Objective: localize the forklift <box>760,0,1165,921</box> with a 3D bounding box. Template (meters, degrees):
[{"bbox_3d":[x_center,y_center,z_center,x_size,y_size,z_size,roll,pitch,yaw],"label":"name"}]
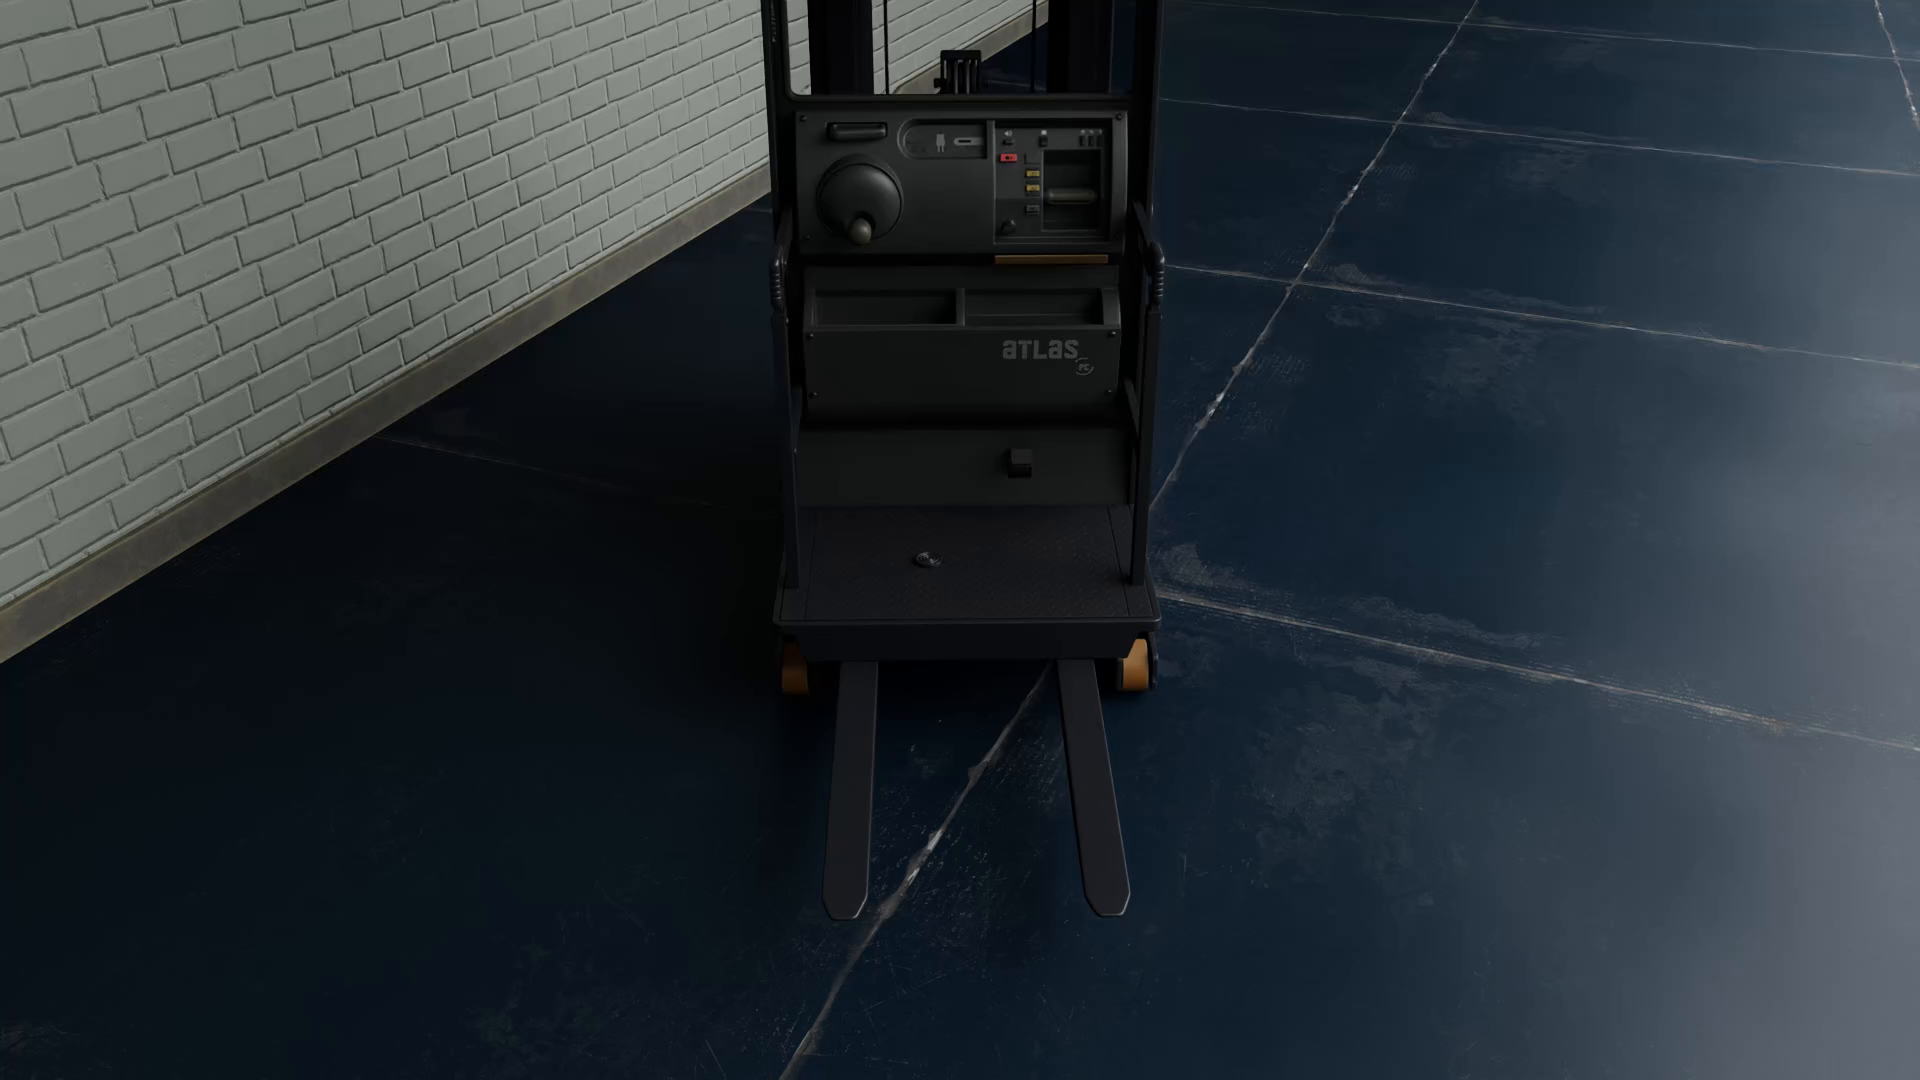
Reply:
[{"bbox_3d":[0.011,-0.970,4.487,1.130,2.935,3.031,-1,29,-1],"label":"forklift"}]
